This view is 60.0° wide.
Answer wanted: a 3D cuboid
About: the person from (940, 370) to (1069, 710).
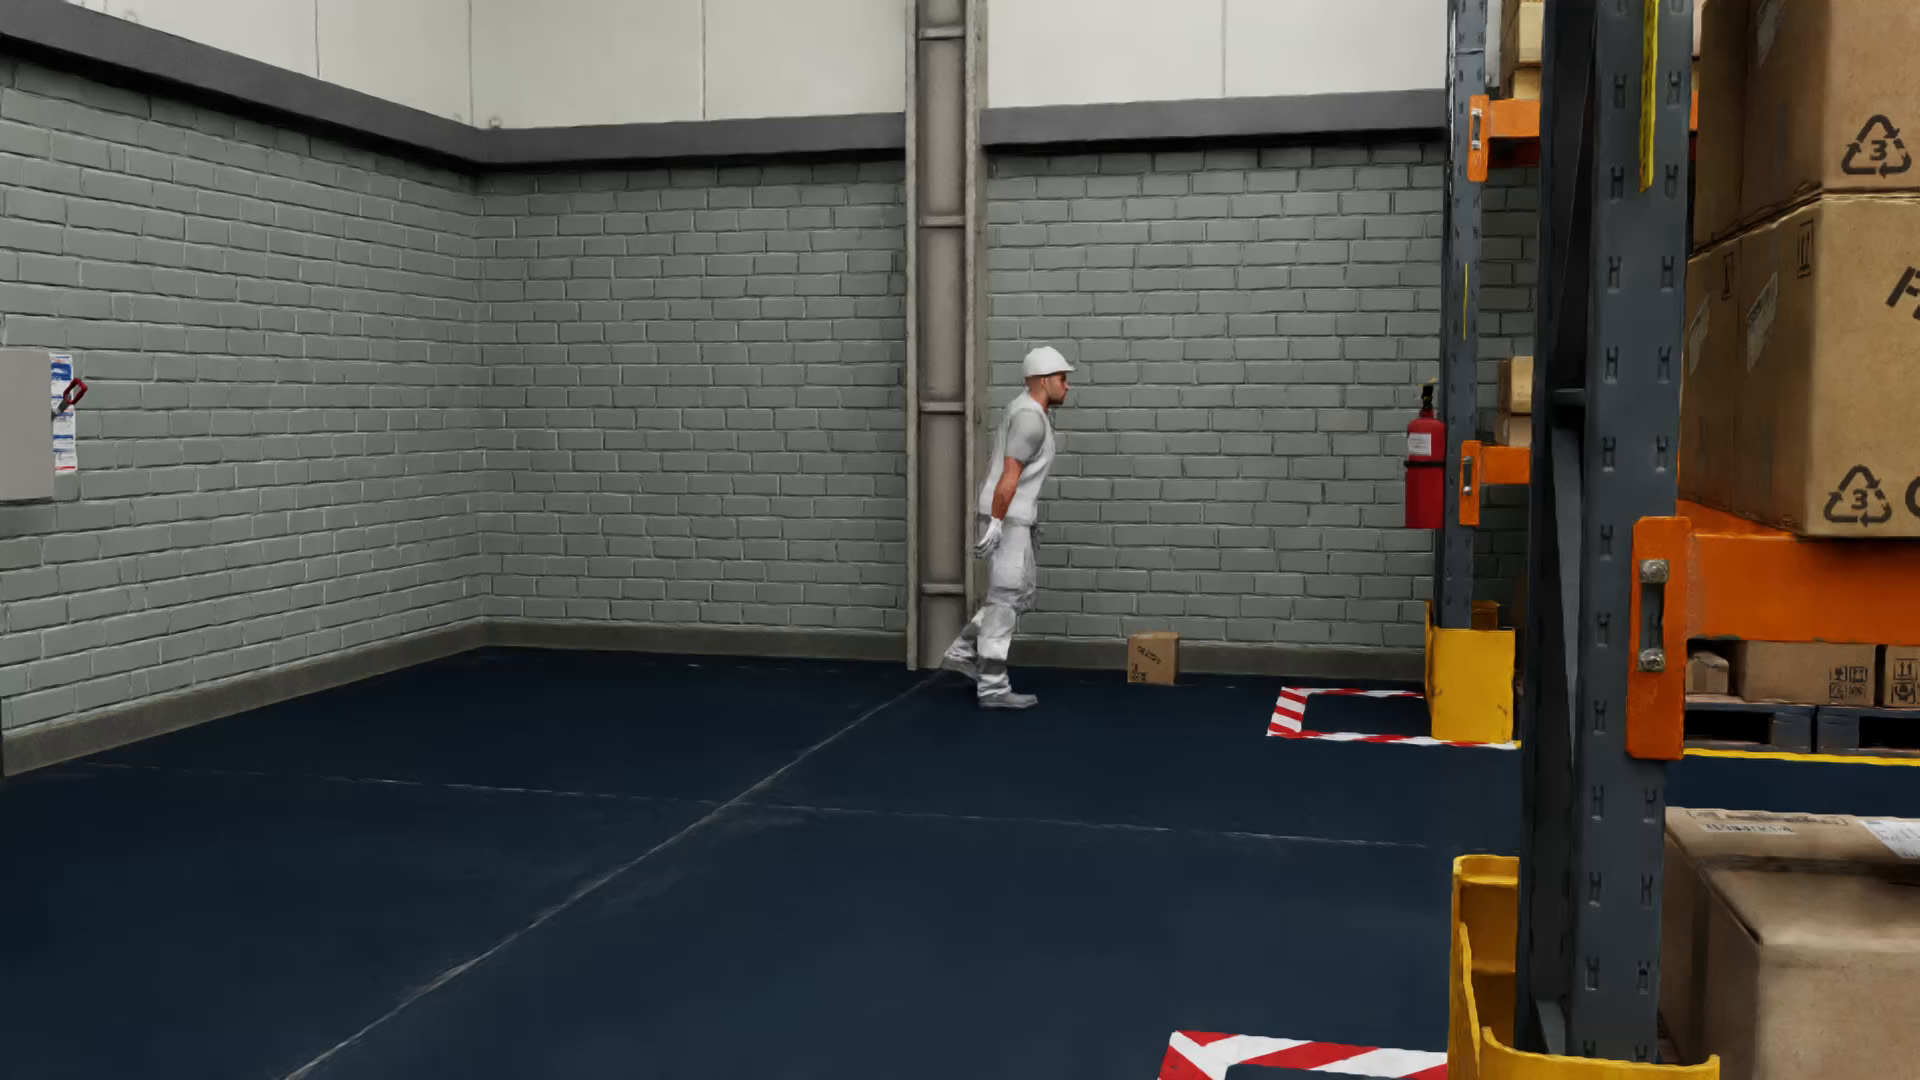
[{"bbox_3d":[0.221,-0.040,8.180,0.630,1.713,0.535,0,5,-4],"label":"person"}]
